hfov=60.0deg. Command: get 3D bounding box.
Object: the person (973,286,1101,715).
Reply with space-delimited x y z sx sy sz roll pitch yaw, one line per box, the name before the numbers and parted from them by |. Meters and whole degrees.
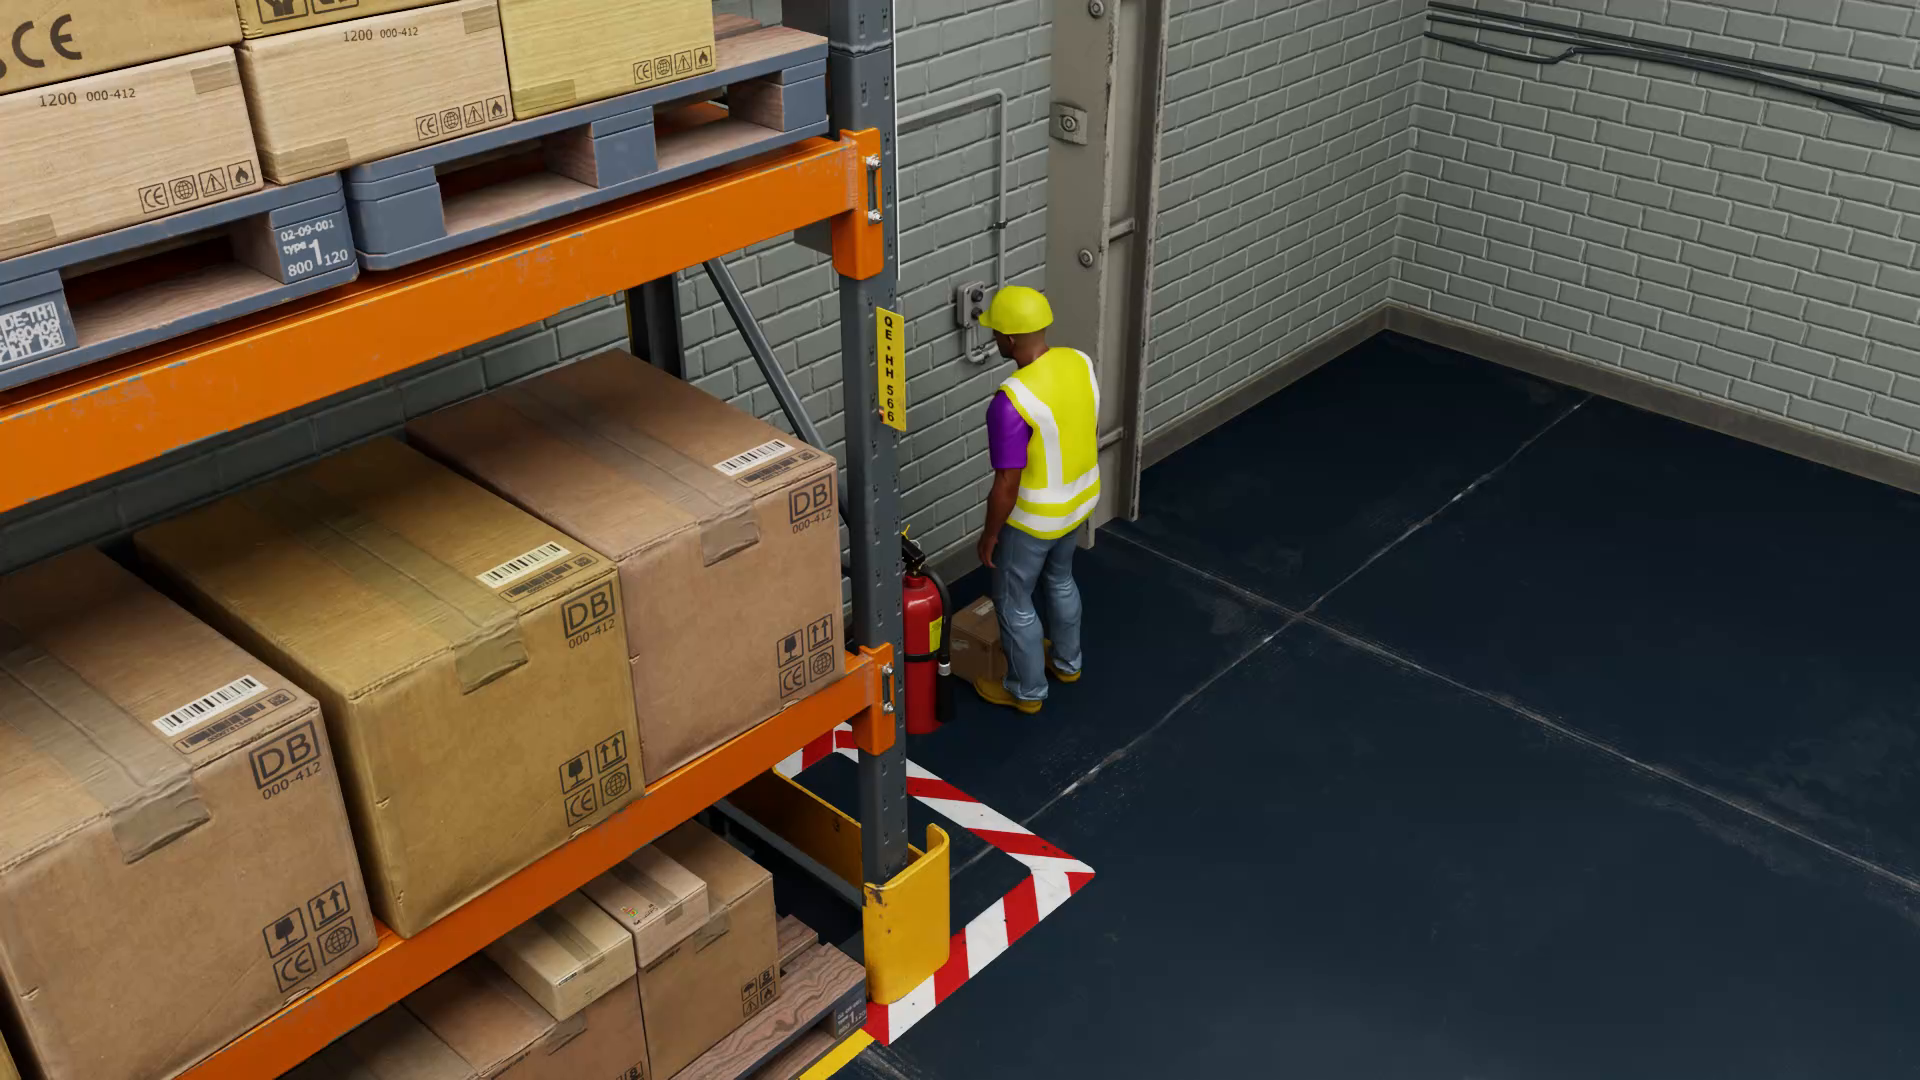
person | 0.282 -0.139 6.351 0.460 1.755 0.629 23 38 32
